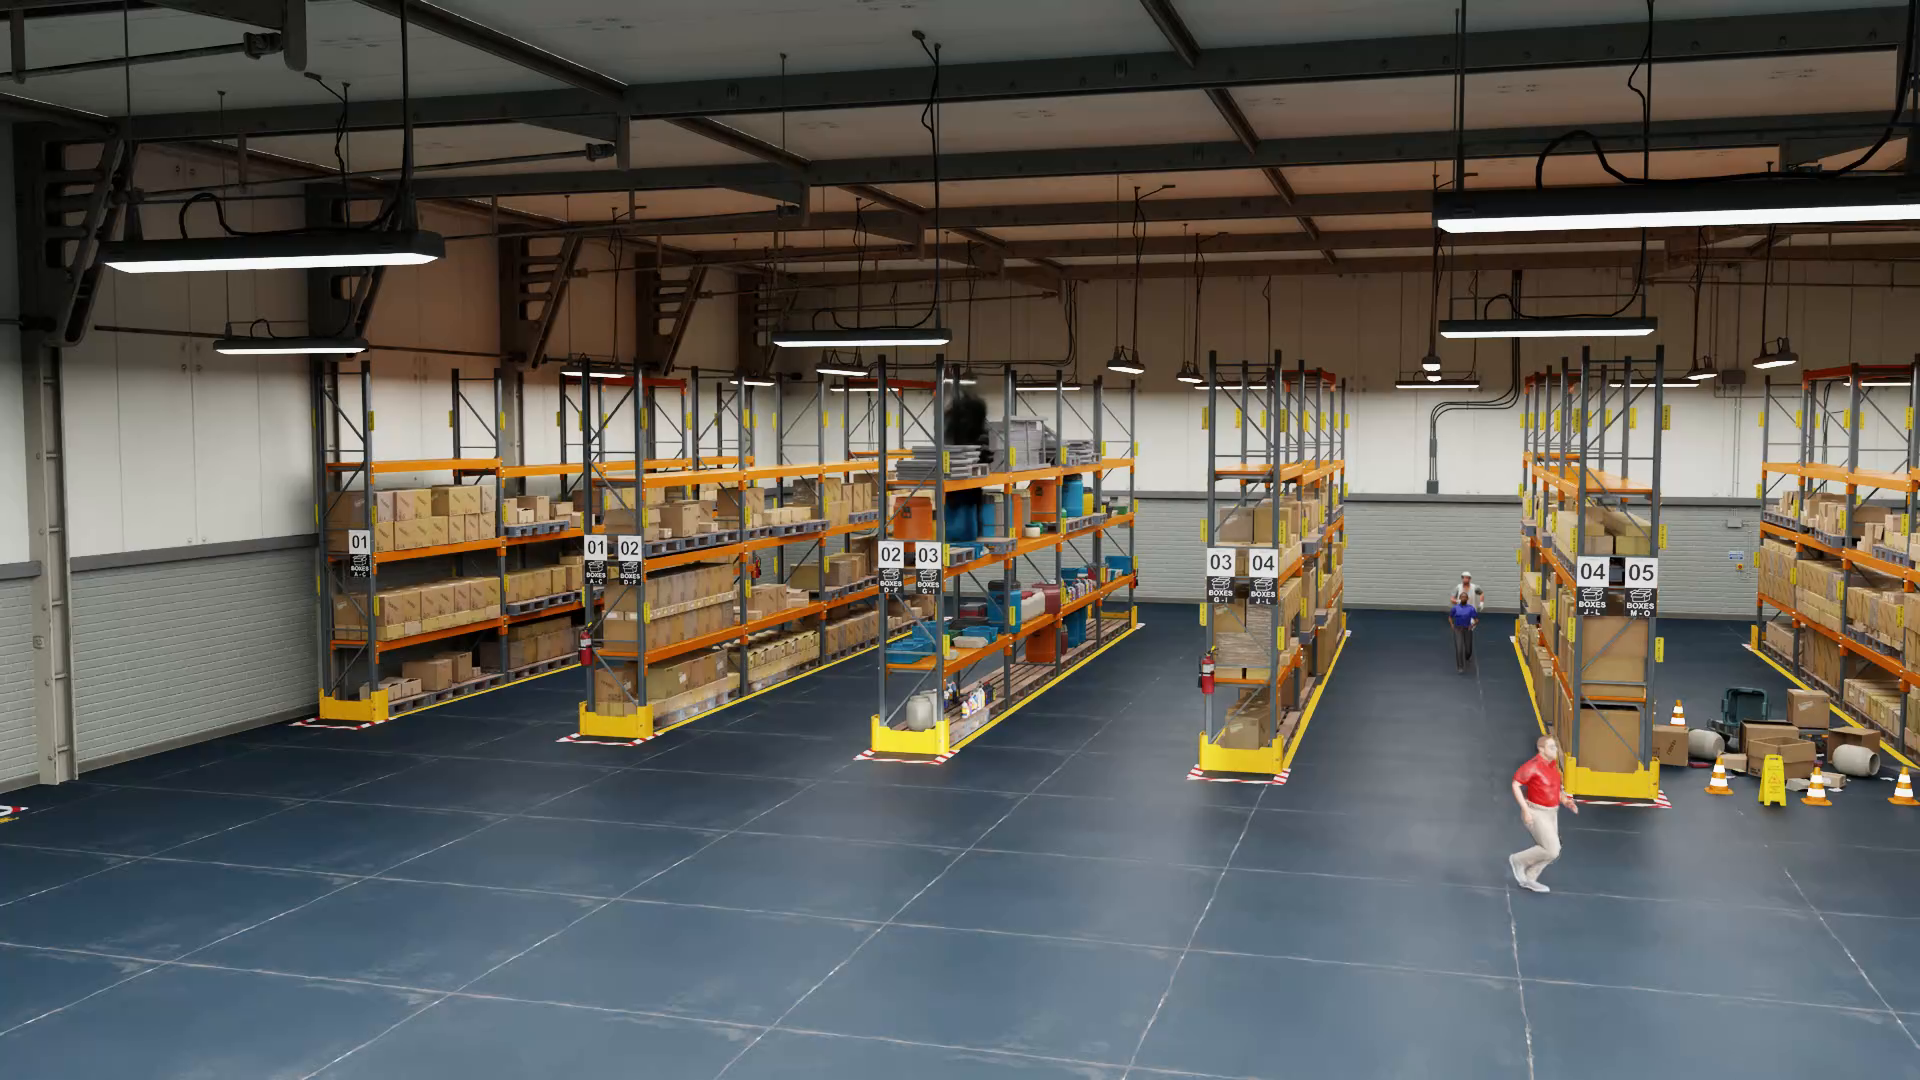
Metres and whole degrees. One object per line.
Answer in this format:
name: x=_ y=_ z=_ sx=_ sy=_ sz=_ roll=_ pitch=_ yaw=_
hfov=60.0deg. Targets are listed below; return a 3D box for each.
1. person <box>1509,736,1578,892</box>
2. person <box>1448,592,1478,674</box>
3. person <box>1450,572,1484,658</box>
person: x=6.188 y=2.908 z=17.608 sx=0.653 sy=1.675 sz=0.631 roll=-4 pitch=5 yaw=-42
person: x=9.993 y=1.836 z=33.070 sx=0.578 sy=1.605 sz=0.644 roll=1 pitch=4 yaw=17
person: x=10.804 y=1.572 z=35.446 sx=0.674 sy=1.814 sz=0.979 roll=2 pitch=4 yaw=20
